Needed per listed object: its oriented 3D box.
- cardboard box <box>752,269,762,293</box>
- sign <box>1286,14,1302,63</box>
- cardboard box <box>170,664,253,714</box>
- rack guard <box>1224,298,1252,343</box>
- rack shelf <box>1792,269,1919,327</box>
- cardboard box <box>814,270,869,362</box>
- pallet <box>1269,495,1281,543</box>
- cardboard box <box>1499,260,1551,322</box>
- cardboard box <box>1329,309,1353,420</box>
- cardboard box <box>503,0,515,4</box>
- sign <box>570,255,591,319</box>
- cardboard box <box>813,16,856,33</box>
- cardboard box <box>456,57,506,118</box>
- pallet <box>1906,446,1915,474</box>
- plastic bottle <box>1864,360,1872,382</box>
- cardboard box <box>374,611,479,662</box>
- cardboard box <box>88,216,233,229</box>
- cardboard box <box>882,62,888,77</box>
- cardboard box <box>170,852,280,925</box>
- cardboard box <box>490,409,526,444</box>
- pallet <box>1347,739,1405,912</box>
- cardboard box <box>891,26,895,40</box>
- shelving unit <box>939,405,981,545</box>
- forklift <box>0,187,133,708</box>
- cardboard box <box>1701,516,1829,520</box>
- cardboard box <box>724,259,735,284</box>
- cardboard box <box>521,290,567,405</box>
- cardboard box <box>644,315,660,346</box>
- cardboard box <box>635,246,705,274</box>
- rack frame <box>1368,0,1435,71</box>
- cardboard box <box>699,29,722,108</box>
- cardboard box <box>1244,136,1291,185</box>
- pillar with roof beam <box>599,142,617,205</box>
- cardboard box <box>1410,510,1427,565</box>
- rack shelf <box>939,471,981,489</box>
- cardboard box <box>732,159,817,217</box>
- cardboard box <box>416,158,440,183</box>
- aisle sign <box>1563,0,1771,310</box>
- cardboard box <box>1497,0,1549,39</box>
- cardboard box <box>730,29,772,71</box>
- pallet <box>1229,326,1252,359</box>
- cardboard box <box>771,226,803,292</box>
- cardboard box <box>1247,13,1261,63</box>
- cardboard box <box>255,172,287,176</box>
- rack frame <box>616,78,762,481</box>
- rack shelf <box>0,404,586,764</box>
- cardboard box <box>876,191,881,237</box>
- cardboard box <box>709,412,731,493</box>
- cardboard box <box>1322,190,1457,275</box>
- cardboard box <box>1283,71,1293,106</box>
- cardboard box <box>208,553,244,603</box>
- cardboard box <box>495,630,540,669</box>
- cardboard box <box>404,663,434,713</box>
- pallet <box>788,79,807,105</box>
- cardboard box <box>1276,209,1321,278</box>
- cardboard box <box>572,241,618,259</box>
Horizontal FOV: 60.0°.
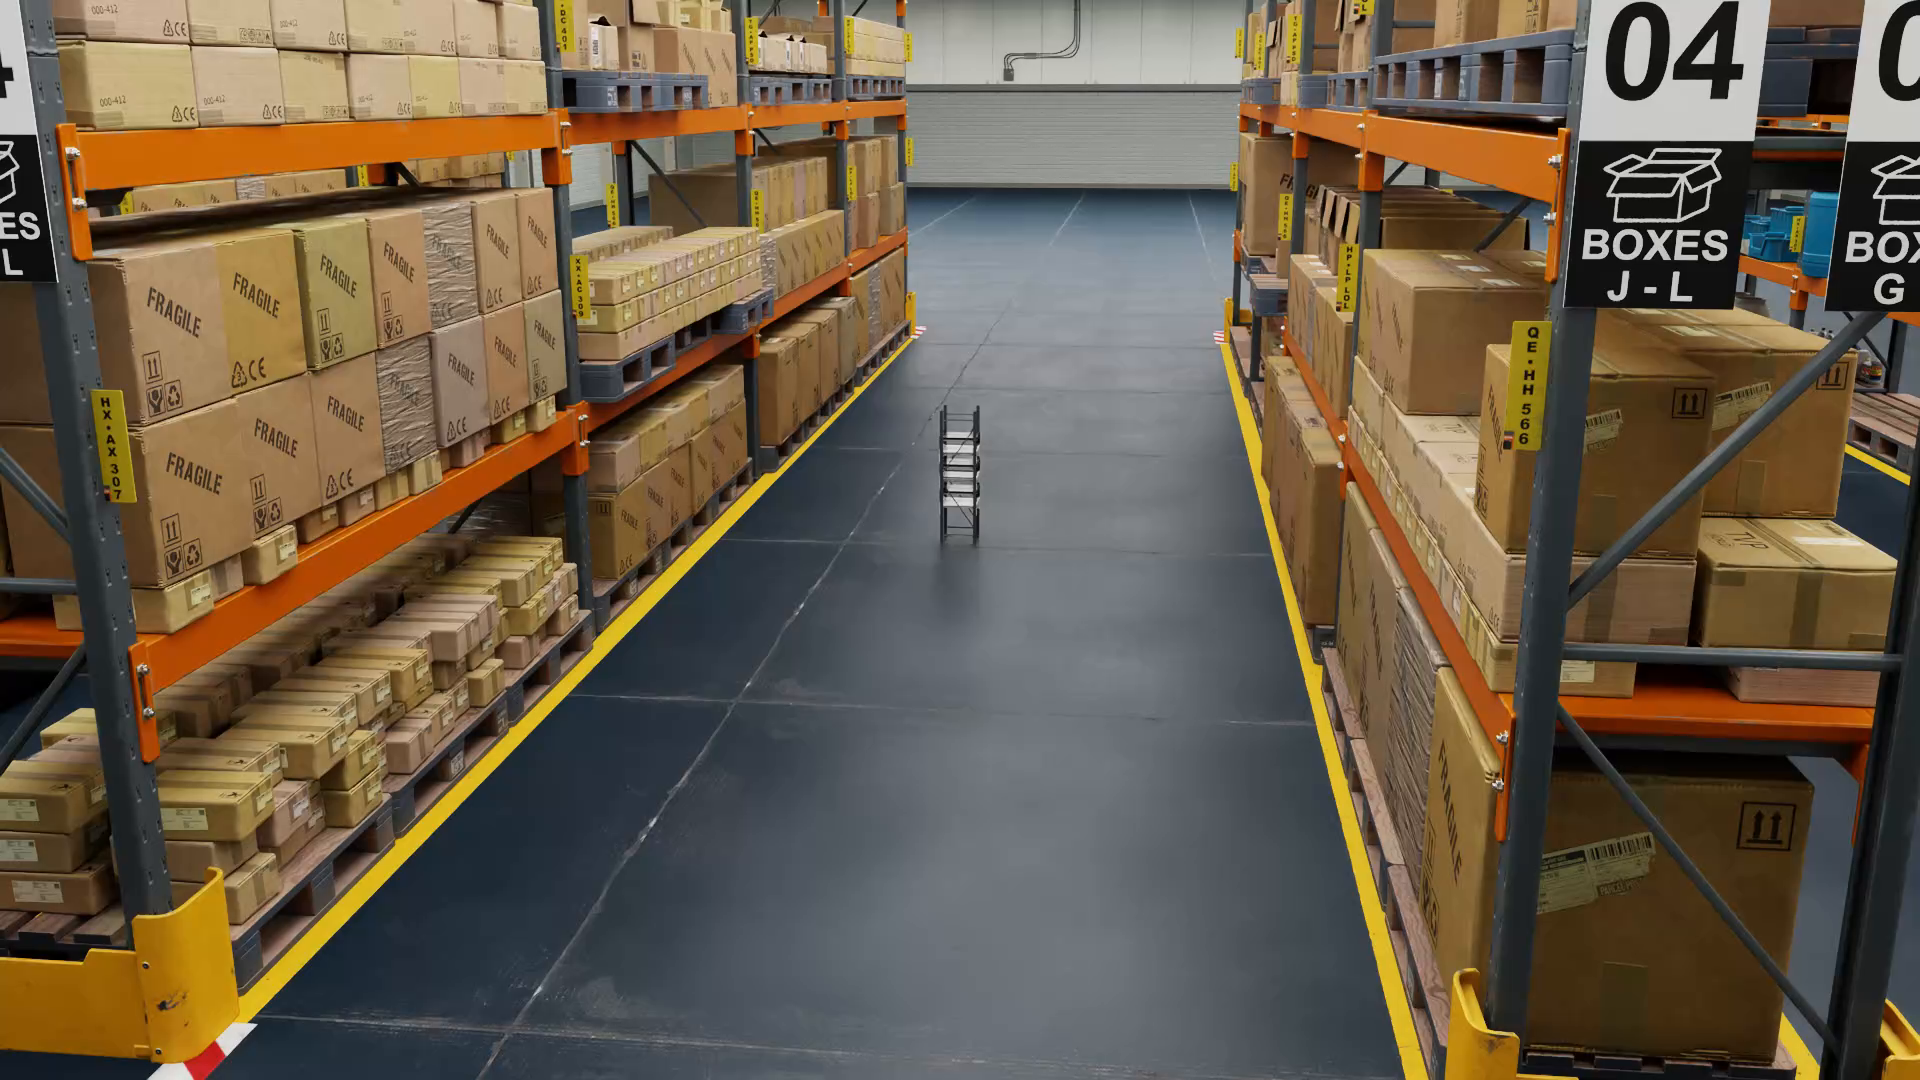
[{"bbox_3d":[-1.651,-1.879,12.041,0.380,0.149,0.250,2,15,7],"label":"cardboard box"},{"bbox_3d":[2.326,-3.481,11.551,0.100,0.325,0.005,2,15,6],"label":"sign"},{"bbox_3d":[-3.092,0.606,6.690,0.380,0.149,0.250,2,15,8],"label":"cardboard box"},{"bbox_3d":[3.759,-2.615,19.876,1.175,0.500,0.348,2,15,6],"label":"rack guard"},{"bbox_3d":[8.011,-1.792,13.422,1.077,0.370,4.000,2,15,6],"label":"rack shelf"},{"bbox_3d":[-1.461,-2.314,17.241,0.875,0.875,0.875,2,15,7],"label":"cardboard box"},{"bbox_3d":[2.701,-0.218,11.565,1.003,0.211,1.213,2,15,6],"label":"pallet"},{"bbox_3d":[2.566,-0.905,7.045,0.500,0.500,0.500,2,15,7],"label":"cardboard box"},{"bbox_3d":[2.195,-0.907,8.578,0.500,0.500,0.500,2,15,6],"label":"cardboard box"},{"bbox_3d":[-2.287,-2.553,7.675,0.380,0.149,0.250,2,15,8],"label":"cardboard box"},{"bbox_3d":[-1.964,-1.305,8.585,0.100,0.325,0.005,2,15,6],"label":"sign"},{"bbox_3d":[-1.222,-5.023,16.204,0.380,0.149,0.250,2,15,7],"label":"cardboard box"},{"bbox_3d":[-2.359,-2.013,7.400,0.500,0.250,0.500,2,15,6],"label":"cardboard box"},{"bbox_3d":[7.912,-0.474,12.512,1.003,0.211,1.213,2,15,6],"label":"pallet"},{"bbox_3d":[8.720,-1.616,15.909,0.097,0.201,0.097,0,15,0],"label":"plastic bottle"},{"bbox_3d":[-2.359,0.425,7.360,0.380,0.149,0.250,1,15,4],"label":"cardboard box"},{"bbox_3d":[-3.044,-0.931,6.182,0.500,0.500,0.500,2,15,9],"label":"cardboard box"},{"bbox_3d":[-0.994,-5.166,18.258,0.380,0.149,0.250,2,15,7],"label":"cardboard box"},{"bbox_3d":[-2.578,1.183,5.698,0.380,0.149,0.250,2,15,7],"label":"cardboard box"},{"bbox_3d":[-2.314,-0.562,7.974,0.380,0.149,0.250,2,15,8],"label":"cardboard box"},{"bbox_3d":[2.114,1.129,6.582,1.003,0.211,1.213,2,15,6],"label":"pallet"},{"bbox_3d":[-0.937,-5.681,18.635,0.380,0.149,0.250,2,15,7],"label":"cardboard box"},{"bbox_3d":[-0.001,-0.432,11.037,0.258,0.900,0.210,2,15,6],"label":"shelving unit"},{"bbox_3d":[-5.078,-0.916,8.935,1.130,2.935,3.031,1,15,4],"label":"forklift"},{"bbox_3d":[2.336,-0.015,5.187,0.500,0.250,0.500,2,15,6],"label":"cardboard box"},{"bbox_3d":[-1.740,-1.820,11.253,0.380,0.149,0.250,2,15,6],"label":"cardboard box"},{"bbox_3d":[-2.278,-0.960,8.203,0.500,0.500,0.500,2,15,6],"label":"cardboard box"},{"bbox_3d":[-1.945,-1.208,9.561,0.380,0.149,0.250,2,15,7],"label":"cardboard box"},{"bbox_3d":[-1.831,-1.764,10.477,0.380,0.149,0.250,2,15,8],"label":"cardboard box"},{"bbox_3d":[2.413,-3.625,7.329,1.000,3.000,0.127,2,15,6],"label":"rack frame"},{"bbox_3d":[-1.908,-3.150,11.125,0.500,0.500,0.500,2,15,6],"label":"cardboard box"},{"bbox_3d":[3.266,-3.992,17.503,0.500,0.500,0.500,2,15,6],"label":"cardboard box"},{"bbox_3d":[-5.000,-13.118,42.437,9.100,9.000,0.400,2,15,6],"label":"pillar with roof beam"},{"bbox_3d":[1.817,-0.005,5.914,0.380,0.149,0.250,2,15,6],"label":"cardboard box"},{"bbox_3d":[-0.001,-0.400,11.046,0.258,0.077,0.200,2,15,6],"label":"rack shelf"},{"bbox_3d":[-1.707,-3.245,15.309,0.700,0.500,0.500,1,15,5],"label":"cardboard box"},{"bbox_3d":[-6.103,-4.139,18.047,0.700,0.500,0.500,1,15,5],"label":"cardboard box"},{"bbox_3d":[1.656,-0.937,3.900,0.394,0.787,0.004,2,15,6],"label":"aisle sign"},{"bbox_3d":[2.161,-1.853,5.336,0.700,0.500,0.500,1,15,2],"label":"cardboard box"},{"bbox_3d":[-1.752,-3.776,12.809,0.500,0.311,0.500,2,15,6],"label":"cardboard box"},{"bbox_3d":[3.632,-2.266,19.138,1.003,0.211,1.213,2,15,6],"label":"pallet"},{"bbox_3d":[-1.622,-2.358,13.946,0.500,0.500,0.500,2,15,6],"label":"cardboard box"},{"bbox_3d":[3.331,-5.346,17.719,0.500,0.500,0.500,2,15,6],"label":"cardboard box"},{"bbox_3d":[-6.431,-3.426,15.278,0.380,0.149,0.250,1,15,4],"label":"cardboard box"},{"bbox_3d":[-2.052,-1.939,12.586,1.000,3.000,0.127,2,15,6],"label":"rack frame"},{"bbox_3d":[-2.729,-0.036,6.925,1.077,0.370,4.000,2,15,6],"label":"rack shelf"},{"bbox_3d":[-1.375,-3.704,18.826,0.875,0.550,0.550,2,15,6],"label":"cardboard box"},{"bbox_3d":[-1.929,-0.622,11.700,0.500,0.500,0.500,2,15,9],"label":"cardboard box"},{"bbox_3d":[2.690,-1.941,10.481,0.797,0.503,0.637,2,15,8],"label":"cardboard box"},{"bbox_3d":[2.717,-3.402,12.537,0.500,0.250,0.500,2,15,6],"label":"cardboard box"},{"bbox_3d":[-2.605,0.116,5.469,0.380,0.149,0.250,2,15,8],"label":"cardboard box"},{"bbox_3d":[-2.288,0.519,8.153,0.380,0.149,0.250,1,15,4],"label":"cardboard box"},{"bbox_3d":[-2.512,0.626,7.189,0.380,0.149,0.250,2,15,9],"label":"cardboard box"},{"bbox_3d":[-1.909,-3.754,13.916,1.003,0.211,1.213,2,15,9],"label":"pallet"},{"bbox_3d":[2.849,-2.307,12.950,0.700,0.500,0.500,4,16,15],"label":"cardboard box"},{"bbox_3d":[-2.444,-1.852,10.803,0.380,0.149,0.250,2,15,8],"label":"cardboard box"}]
